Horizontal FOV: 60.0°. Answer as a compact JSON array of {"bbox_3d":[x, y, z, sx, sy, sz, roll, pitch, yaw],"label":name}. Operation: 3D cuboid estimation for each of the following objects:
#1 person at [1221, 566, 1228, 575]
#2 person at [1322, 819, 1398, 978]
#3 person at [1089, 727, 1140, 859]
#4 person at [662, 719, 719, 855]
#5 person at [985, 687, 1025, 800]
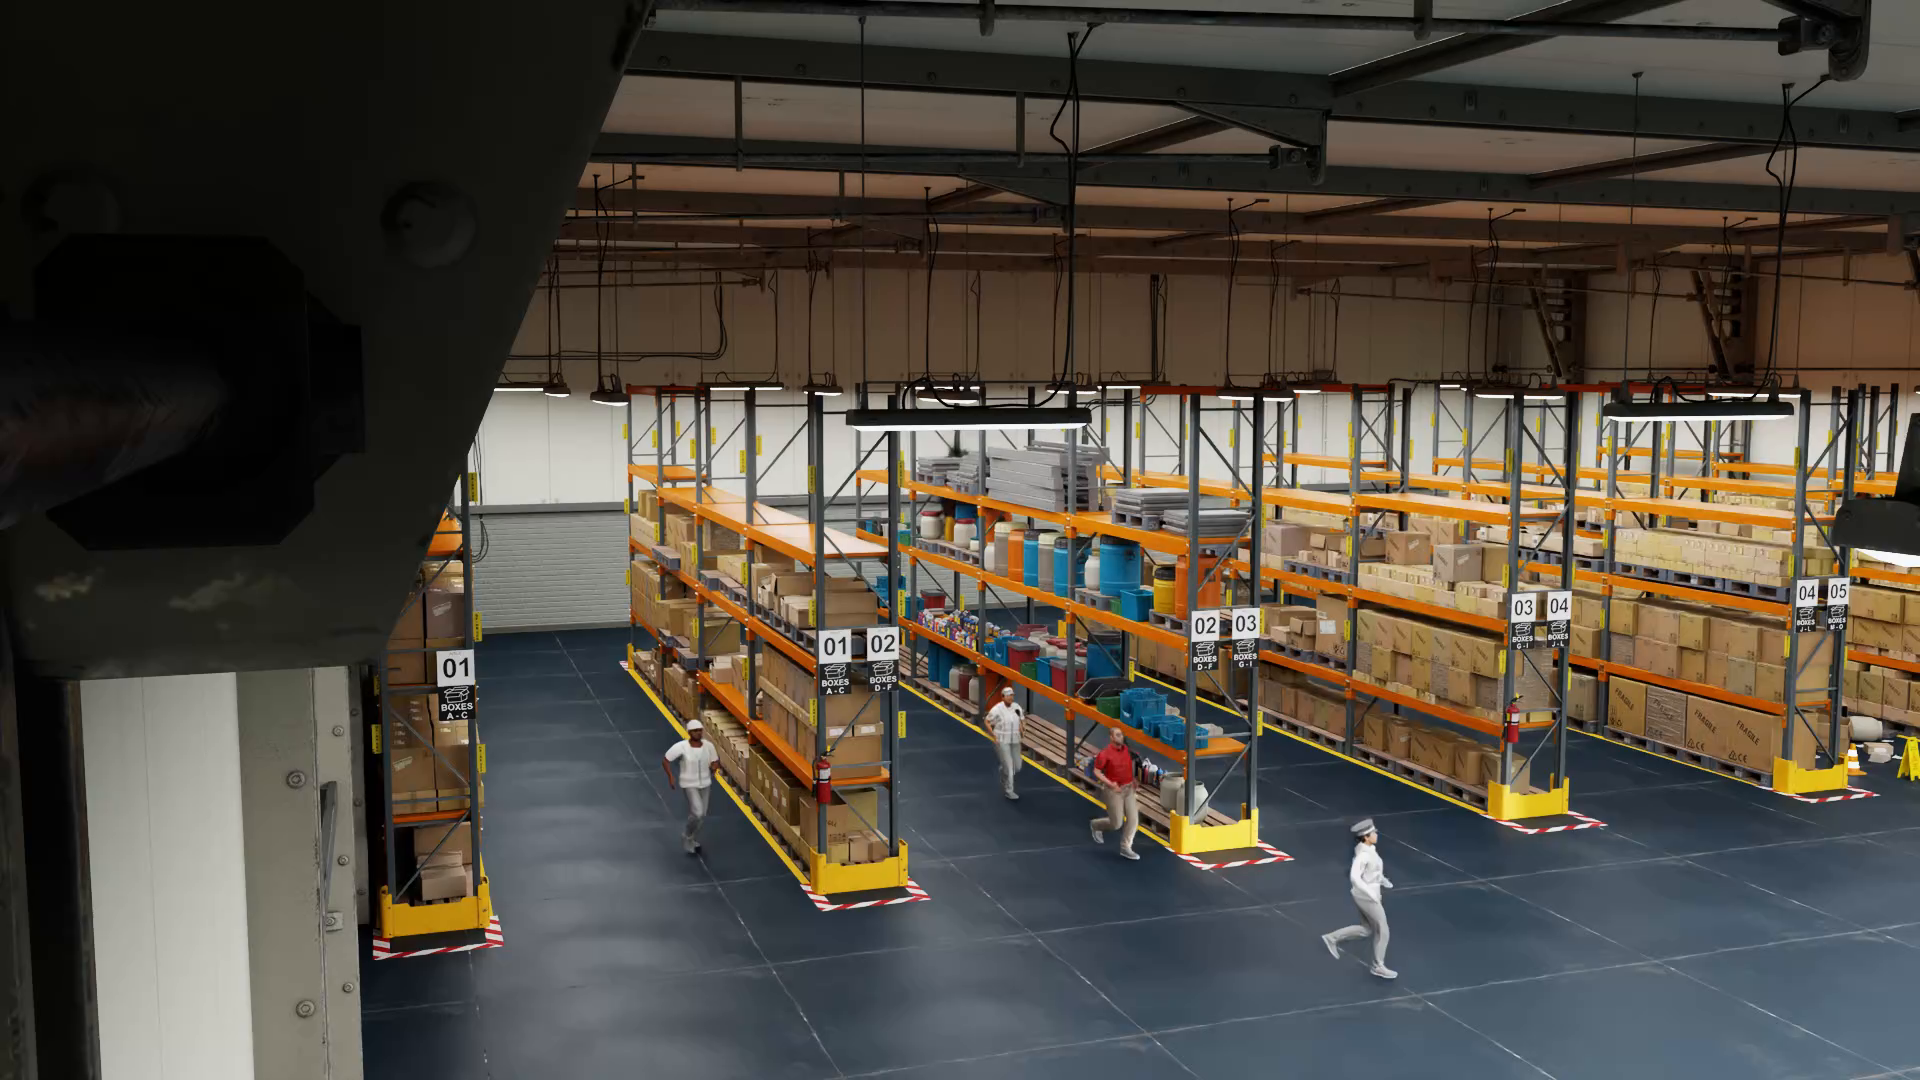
[{"bbox_3d":[6.274,1.360,40.572,0.770,1.603,0.679,-5,8,-39],"label":"person"},{"bbox_3d":[4.197,3.730,17.305,0.748,1.687,0.593,1,6,7],"label":"person"},{"bbox_3d":[2.068,3.265,21.580,0.661,1.675,0.720,-4,7,-37],"label":"person"},{"bbox_3d":[-3.440,3.218,21.682,0.675,1.759,0.688,-5,8,-38],"label":"person"},{"bbox_3d":[0.684,2.984,24.630,0.609,1.619,0.693,-3,6,-25],"label":"person"}]
